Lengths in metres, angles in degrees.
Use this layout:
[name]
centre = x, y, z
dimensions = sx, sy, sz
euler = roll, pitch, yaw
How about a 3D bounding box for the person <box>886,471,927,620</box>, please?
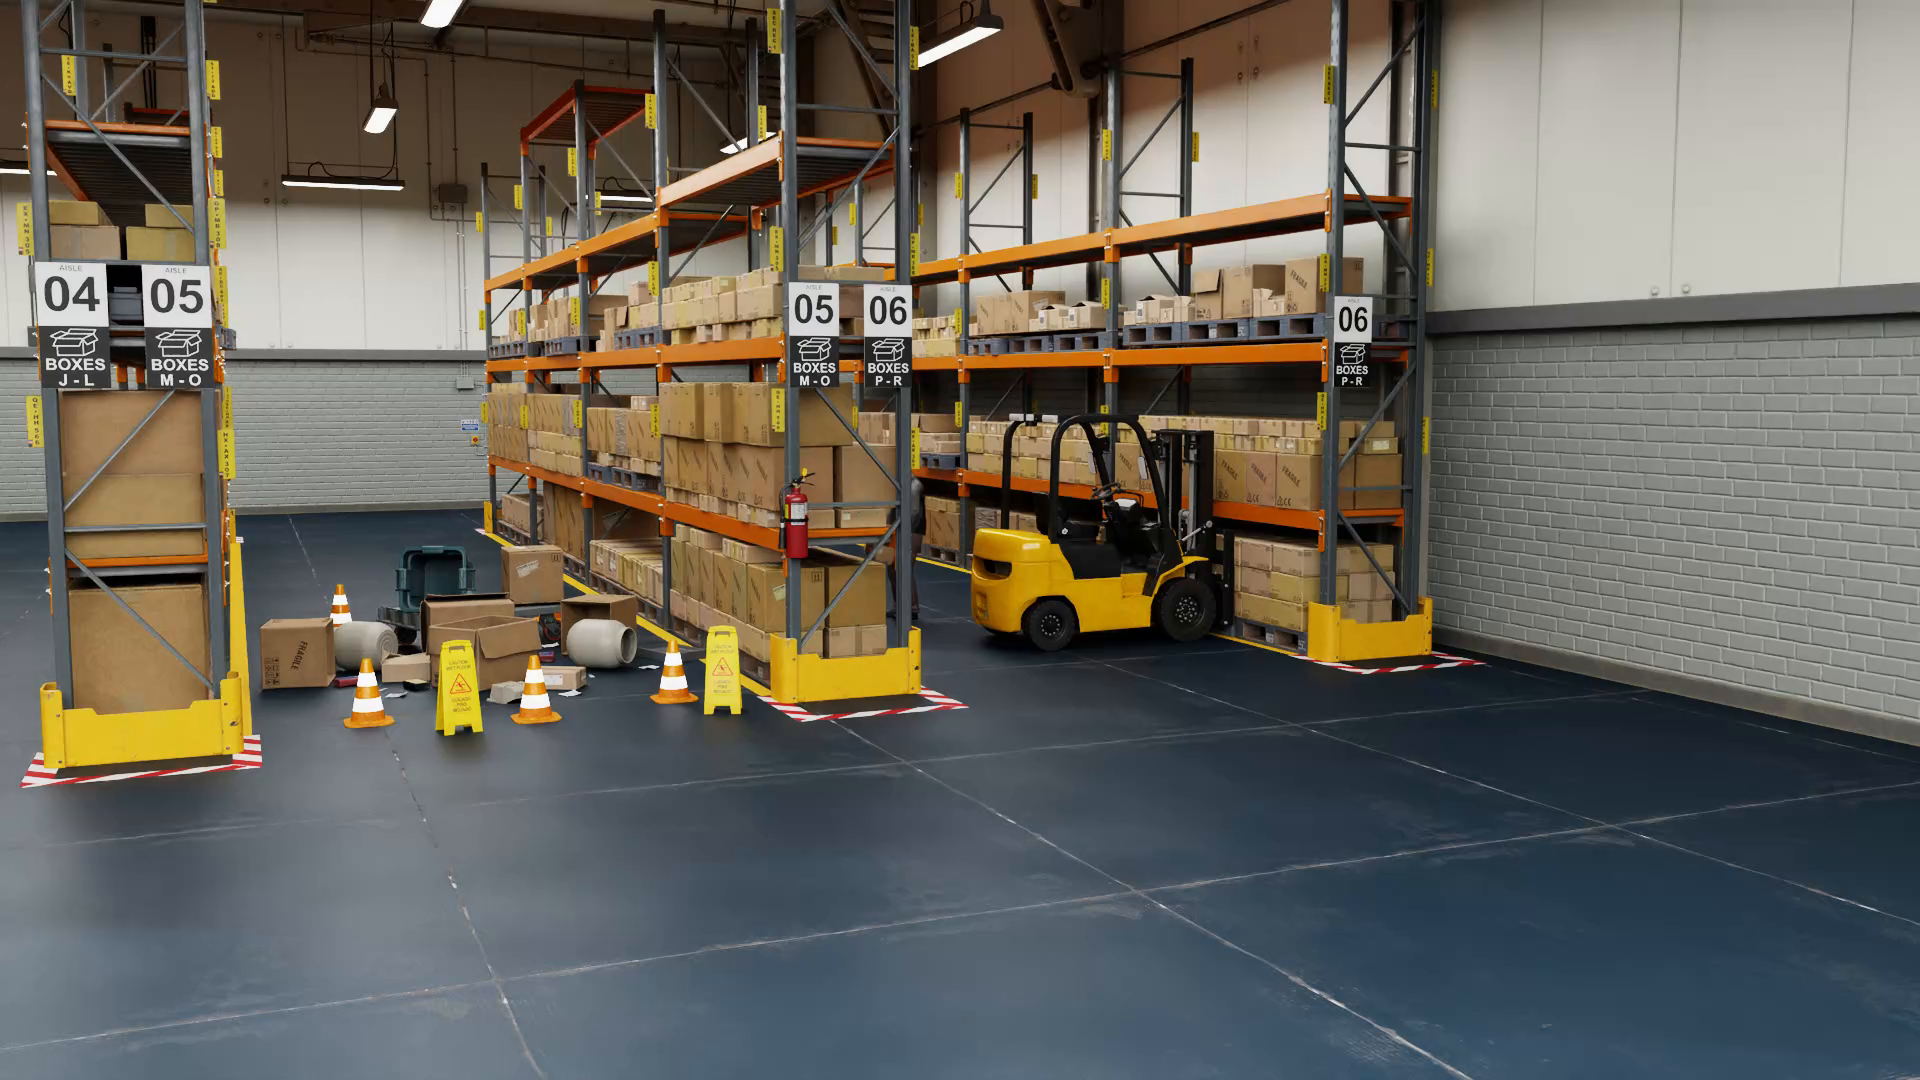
[person]
centre = -0.582, -0.043, 17.306
dimensions = 0.446, 1.727, 0.551
euler = -2, 6, -25
